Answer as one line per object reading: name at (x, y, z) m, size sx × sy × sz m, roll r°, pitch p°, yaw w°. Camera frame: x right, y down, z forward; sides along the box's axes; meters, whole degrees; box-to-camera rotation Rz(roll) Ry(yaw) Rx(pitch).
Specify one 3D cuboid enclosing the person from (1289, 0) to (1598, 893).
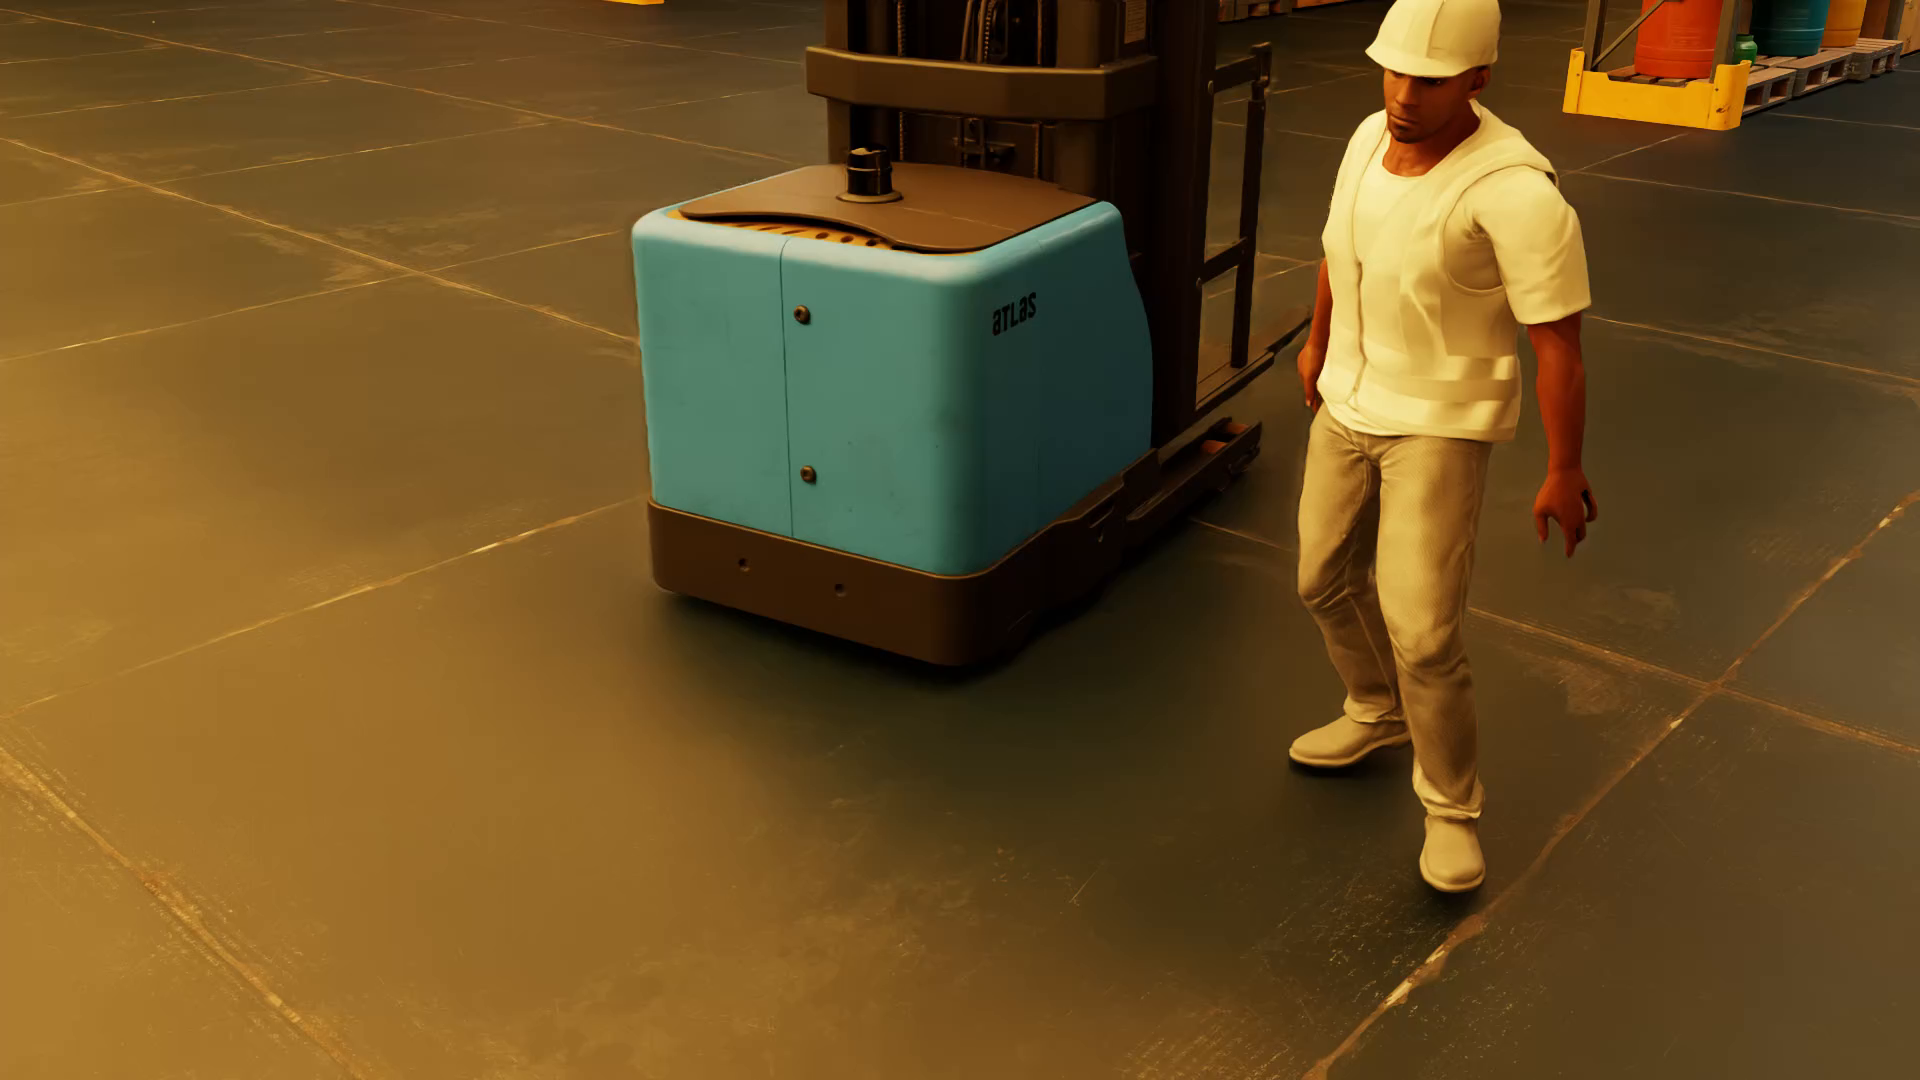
person at (0.886, -0.244, 3.323) m, size 0.471 × 1.727 × 0.883 m, roll -11°, pitch 26°, yaw -23°

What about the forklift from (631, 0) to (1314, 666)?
forklift at (0.338, -1.581, 4.931) m, size 1.130 × 2.935 × 3.031 m, roll 13°, pitch 27°, yaw 28°
